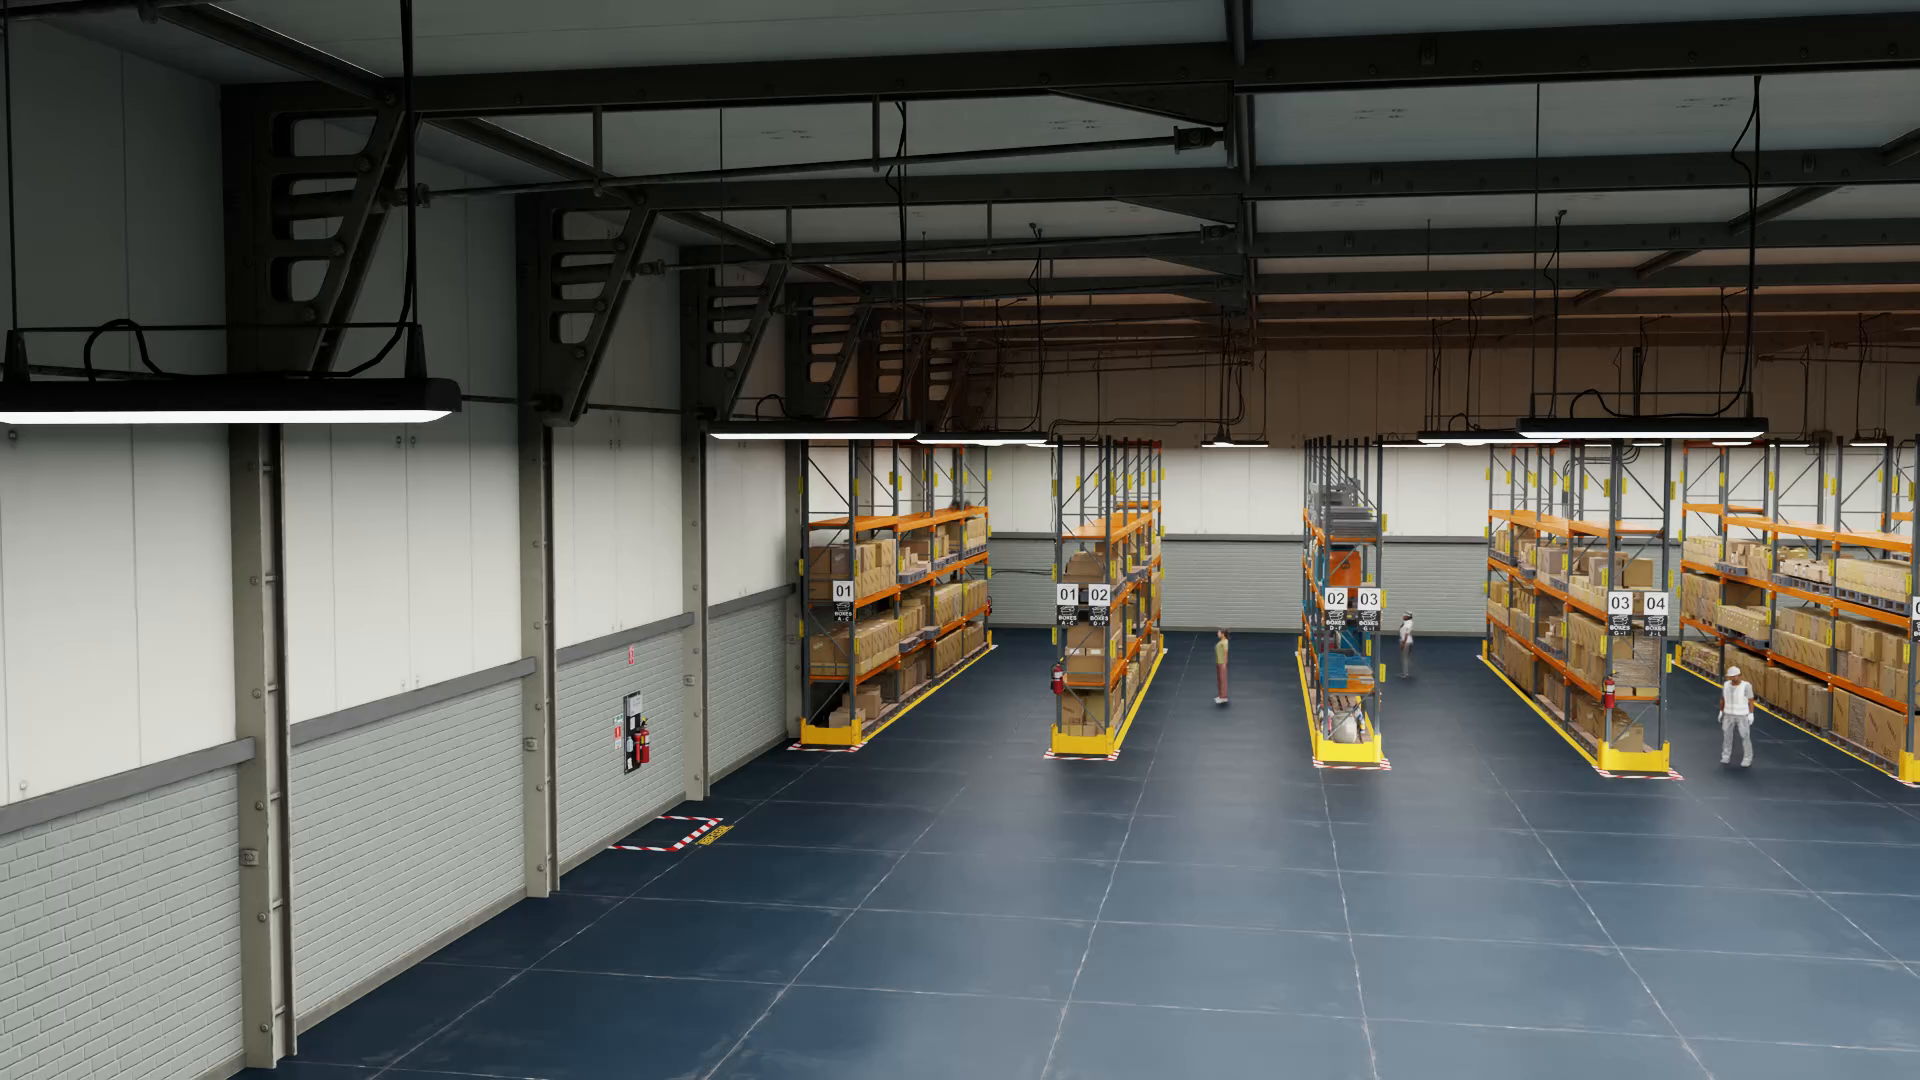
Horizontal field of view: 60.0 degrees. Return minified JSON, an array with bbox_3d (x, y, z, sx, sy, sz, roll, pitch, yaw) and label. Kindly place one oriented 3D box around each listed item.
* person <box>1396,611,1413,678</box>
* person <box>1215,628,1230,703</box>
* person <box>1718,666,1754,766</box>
[{"bbox_3d":[11.188,2.614,41.927,0.465,1.694,0.480,2,4,31],"label":"person"},{"bbox_3d":[5.957,2.840,37.903,0.425,1.678,0.517,0,3,-9],"label":"person"},{"bbox_3d":[14.102,3.186,30.265,0.418,1.781,0.617,-3,4,-41],"label":"person"}]
